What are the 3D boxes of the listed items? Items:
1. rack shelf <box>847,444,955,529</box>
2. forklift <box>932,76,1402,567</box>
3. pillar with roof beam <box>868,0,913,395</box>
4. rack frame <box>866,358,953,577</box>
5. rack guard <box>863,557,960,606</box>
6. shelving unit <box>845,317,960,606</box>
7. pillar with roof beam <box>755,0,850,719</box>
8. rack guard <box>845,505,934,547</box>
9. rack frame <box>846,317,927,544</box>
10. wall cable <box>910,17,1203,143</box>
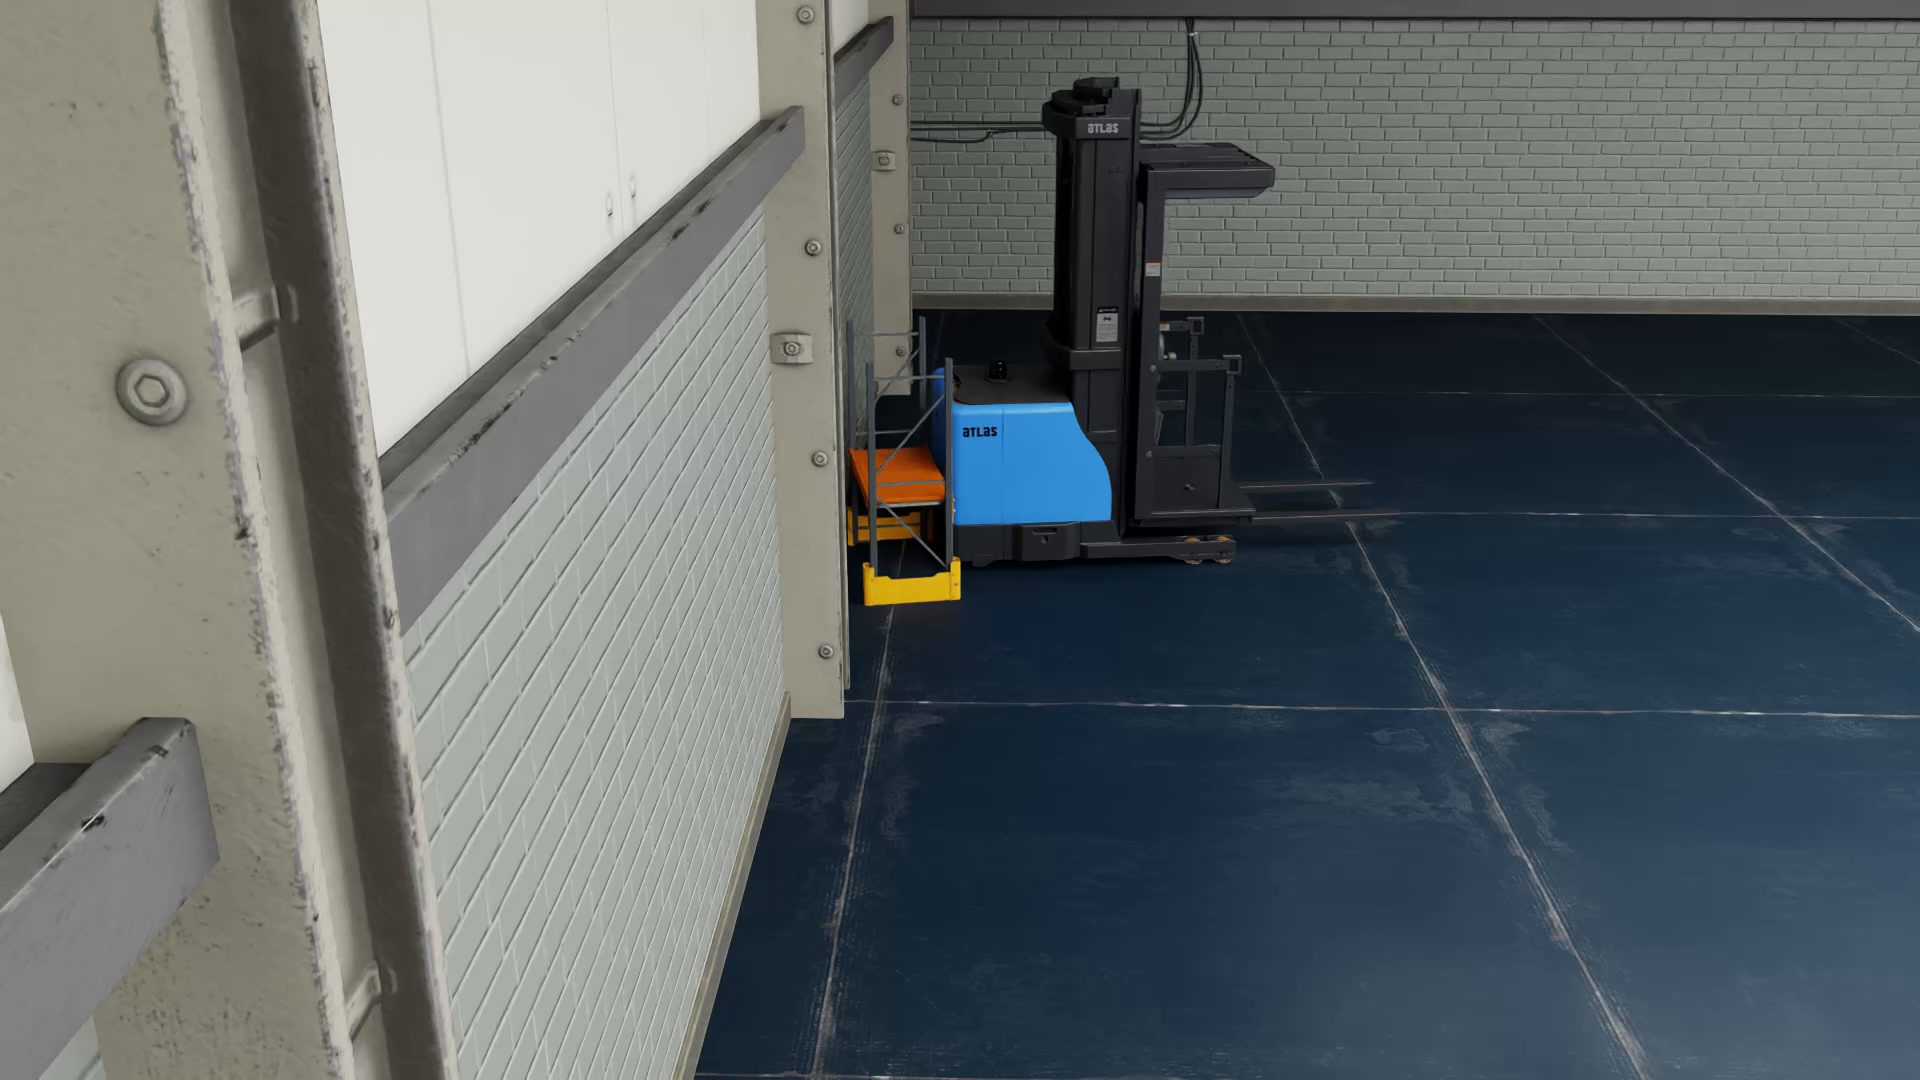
[{"bbox_3d":[-0.379,-0.346,10.345,0.538,0.185,1.000,-4,22,-9],"label":"rack shelf"},{"bbox_3d":[1.353,-1.400,10.586,3.031,2.935,1.130,-2,21,-5],"label":"forklift"},{"bbox_3d":[3.730,-5.463,12.670,9.100,9.000,0.400,1,21,2],"label":"pillar with roof beam"},{"bbox_3d":[-0.291,-0.333,9.813,0.500,1.500,0.032,-4,22,-9],"label":"rack frame"},{"bbox_3d":[-0.291,0.250,10.040,0.587,0.250,0.087,-4,22,-9],"label":"rack guard"},{"bbox_3d":[-0.378,-0.510,10.271,0.587,1.500,1.083,-4,22,-9],"label":"shelving unit"},{"bbox_3d":[3.548,-3.294,7.079,9.100,9.000,0.400,1,21,2],"label":"pillar with roof beam"},{"bbox_3d":[-0.464,-0.105,10.954,0.587,0.250,0.087,-4,22,-9],"label":"rack guard"},{"bbox_3d":[-0.467,-0.695,10.746,0.500,1.500,0.032,-4,22,-9],"label":"rack frame"},{"bbox_3d":[0.839,-5.114,16.061,3.097,2.526,0.112,1,21,2],"label":"wall cable"}]
